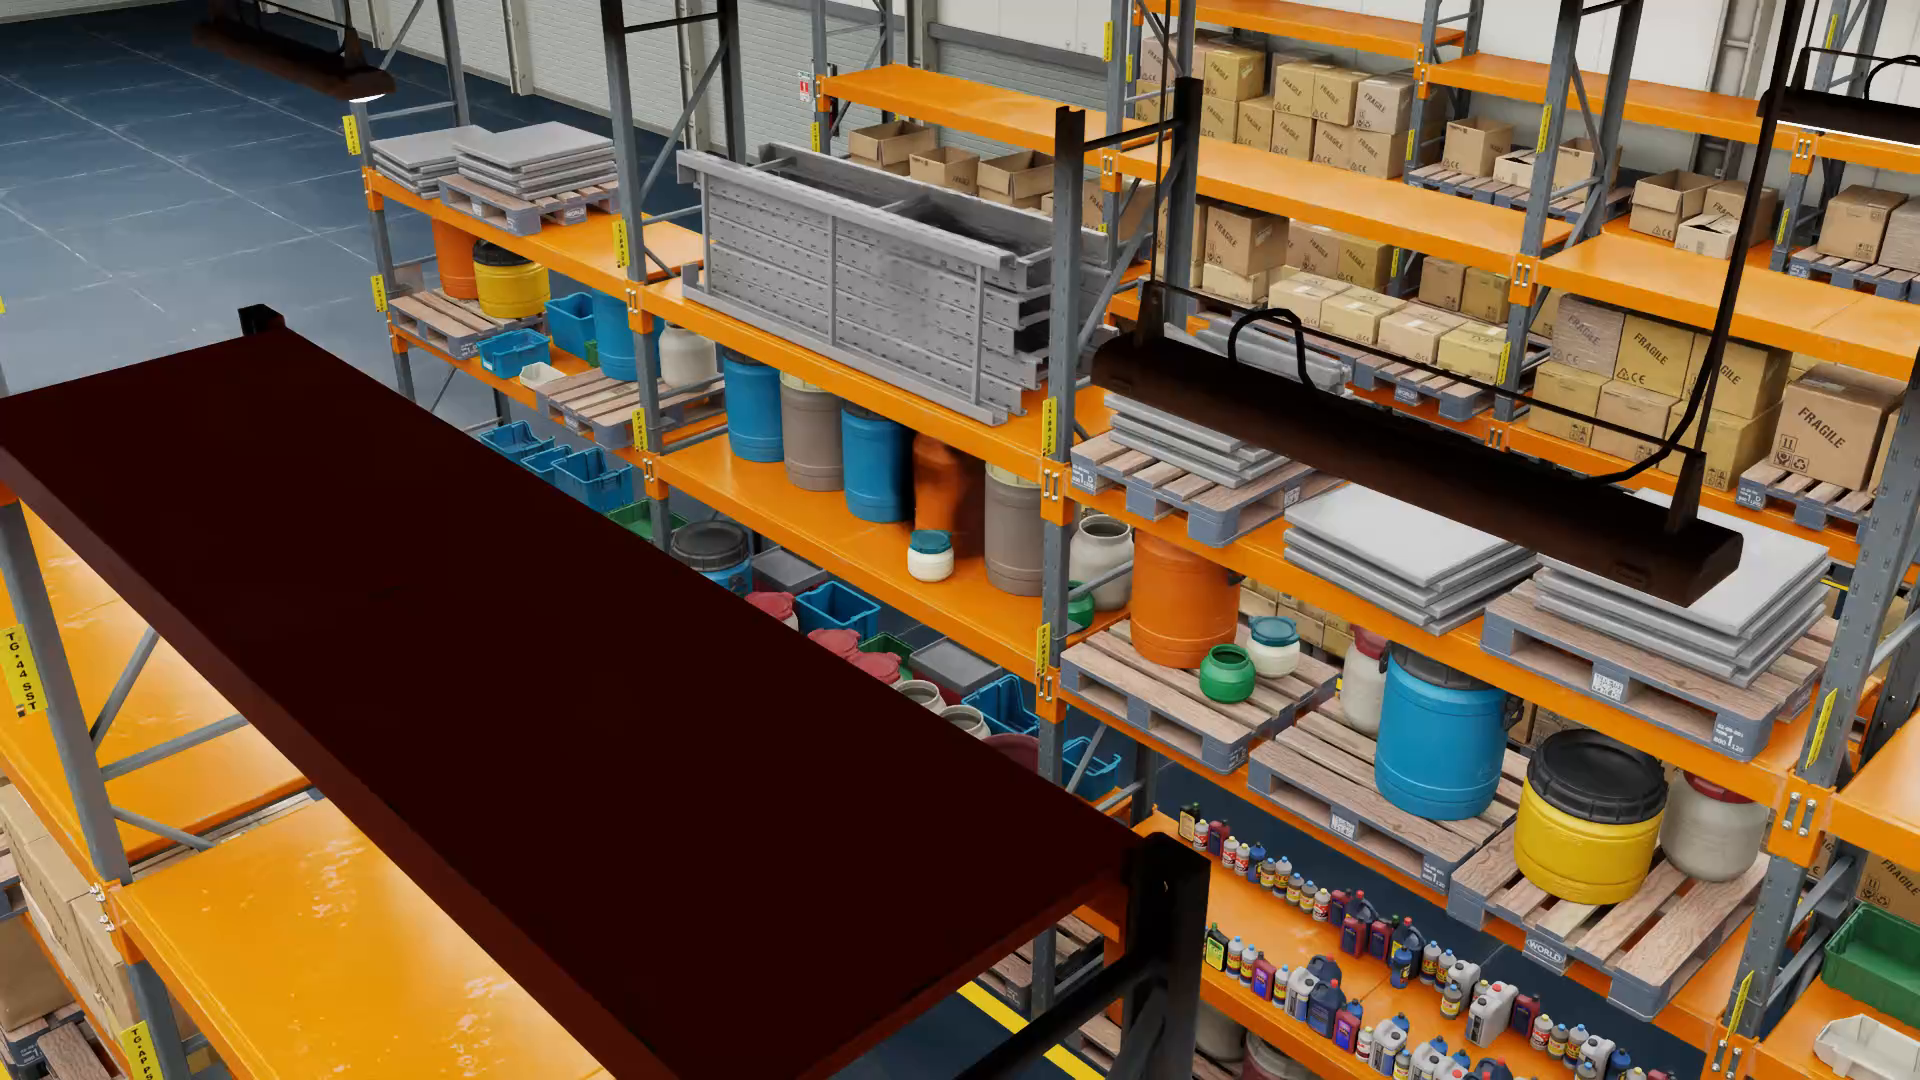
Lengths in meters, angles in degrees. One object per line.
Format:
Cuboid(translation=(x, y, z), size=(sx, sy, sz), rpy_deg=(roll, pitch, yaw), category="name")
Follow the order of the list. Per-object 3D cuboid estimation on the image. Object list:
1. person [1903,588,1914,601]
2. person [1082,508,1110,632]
Cuboid(translation=(8.419, 0.418, 14.287), size=(0.650, 1.677, 0.599), rpy_deg=(22, 35, 35), category="person")
Cuboid(translation=(1.174, 0.467, 14.233), size=(0.927, 1.653, 0.558), rpy_deg=(18, 33, 30), category="person")
